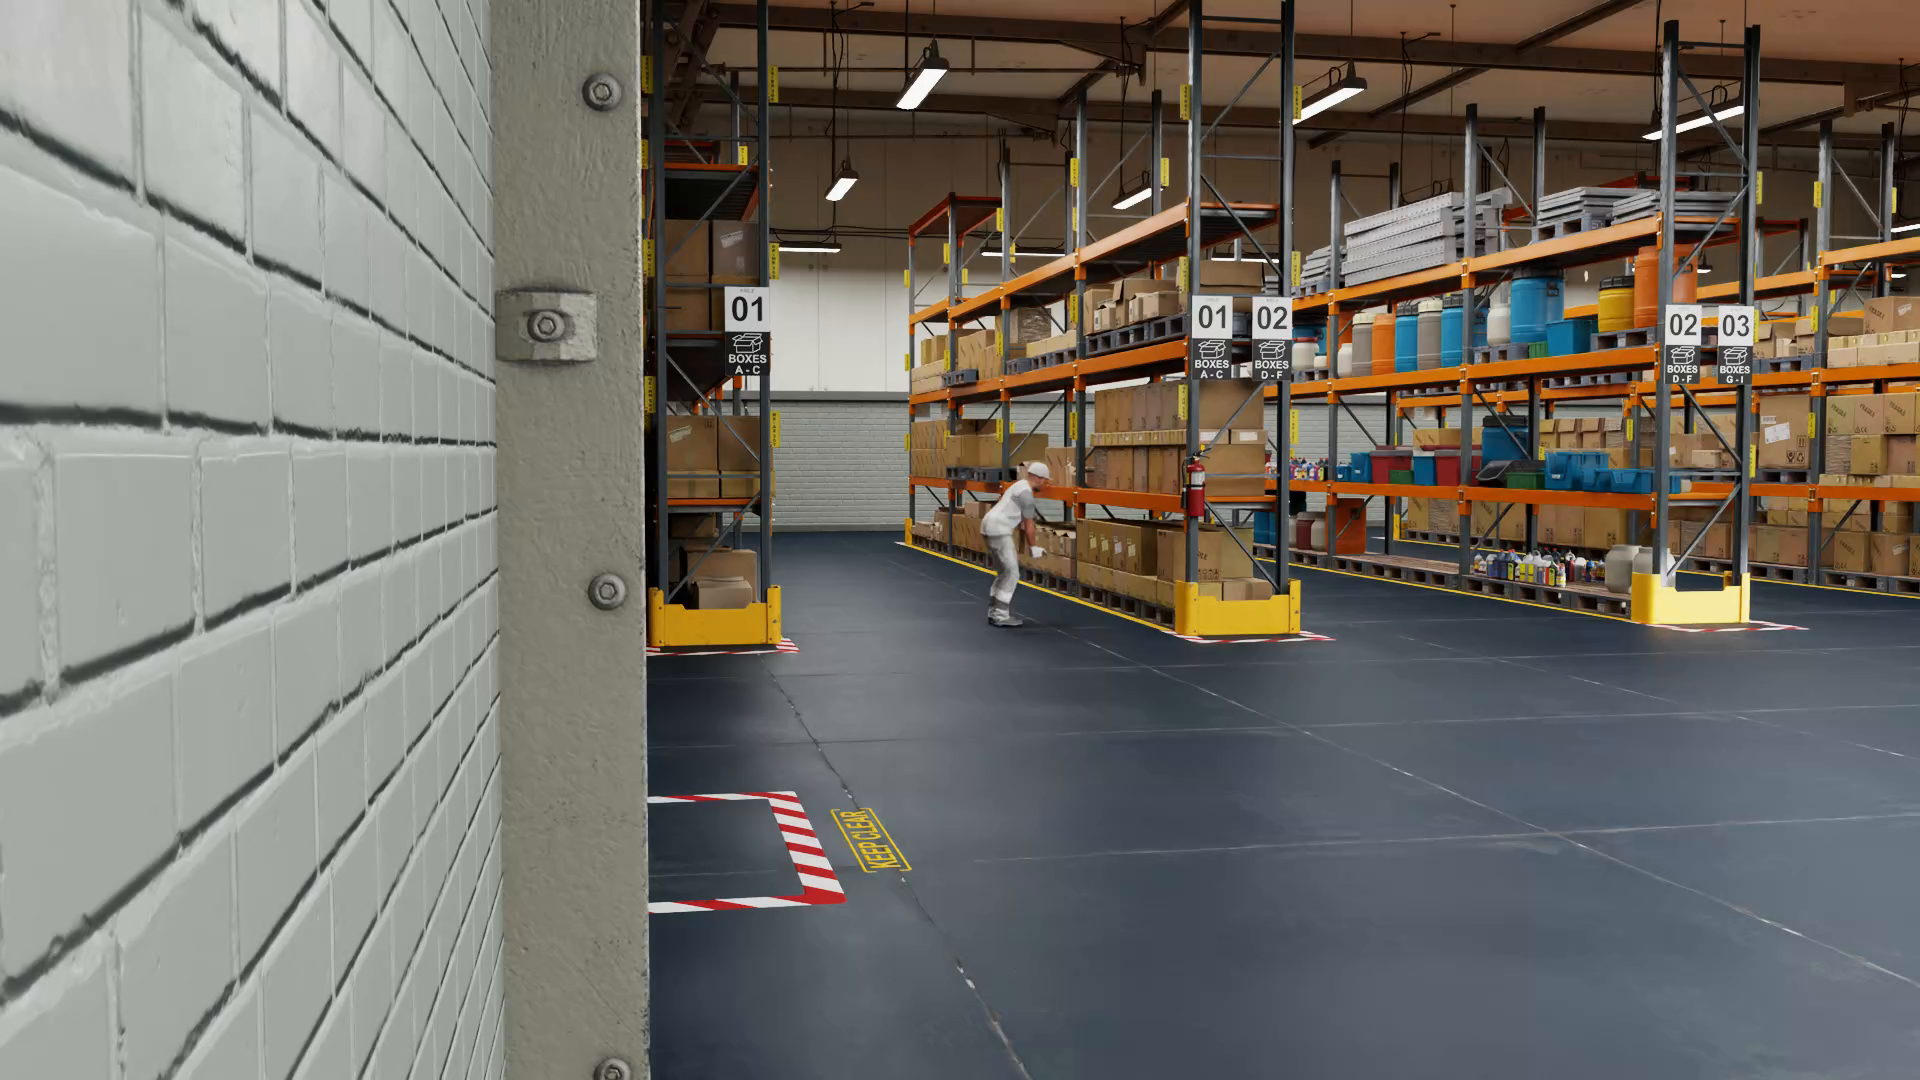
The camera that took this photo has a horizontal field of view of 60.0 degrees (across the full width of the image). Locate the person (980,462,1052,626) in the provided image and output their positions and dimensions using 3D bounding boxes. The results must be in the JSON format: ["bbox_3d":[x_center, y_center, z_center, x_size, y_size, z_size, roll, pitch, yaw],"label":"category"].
[{"bbox_3d":[0.575,0.035,16.671,0.739,1.628,0.492,-1,3,-13],"label":"person"}]
